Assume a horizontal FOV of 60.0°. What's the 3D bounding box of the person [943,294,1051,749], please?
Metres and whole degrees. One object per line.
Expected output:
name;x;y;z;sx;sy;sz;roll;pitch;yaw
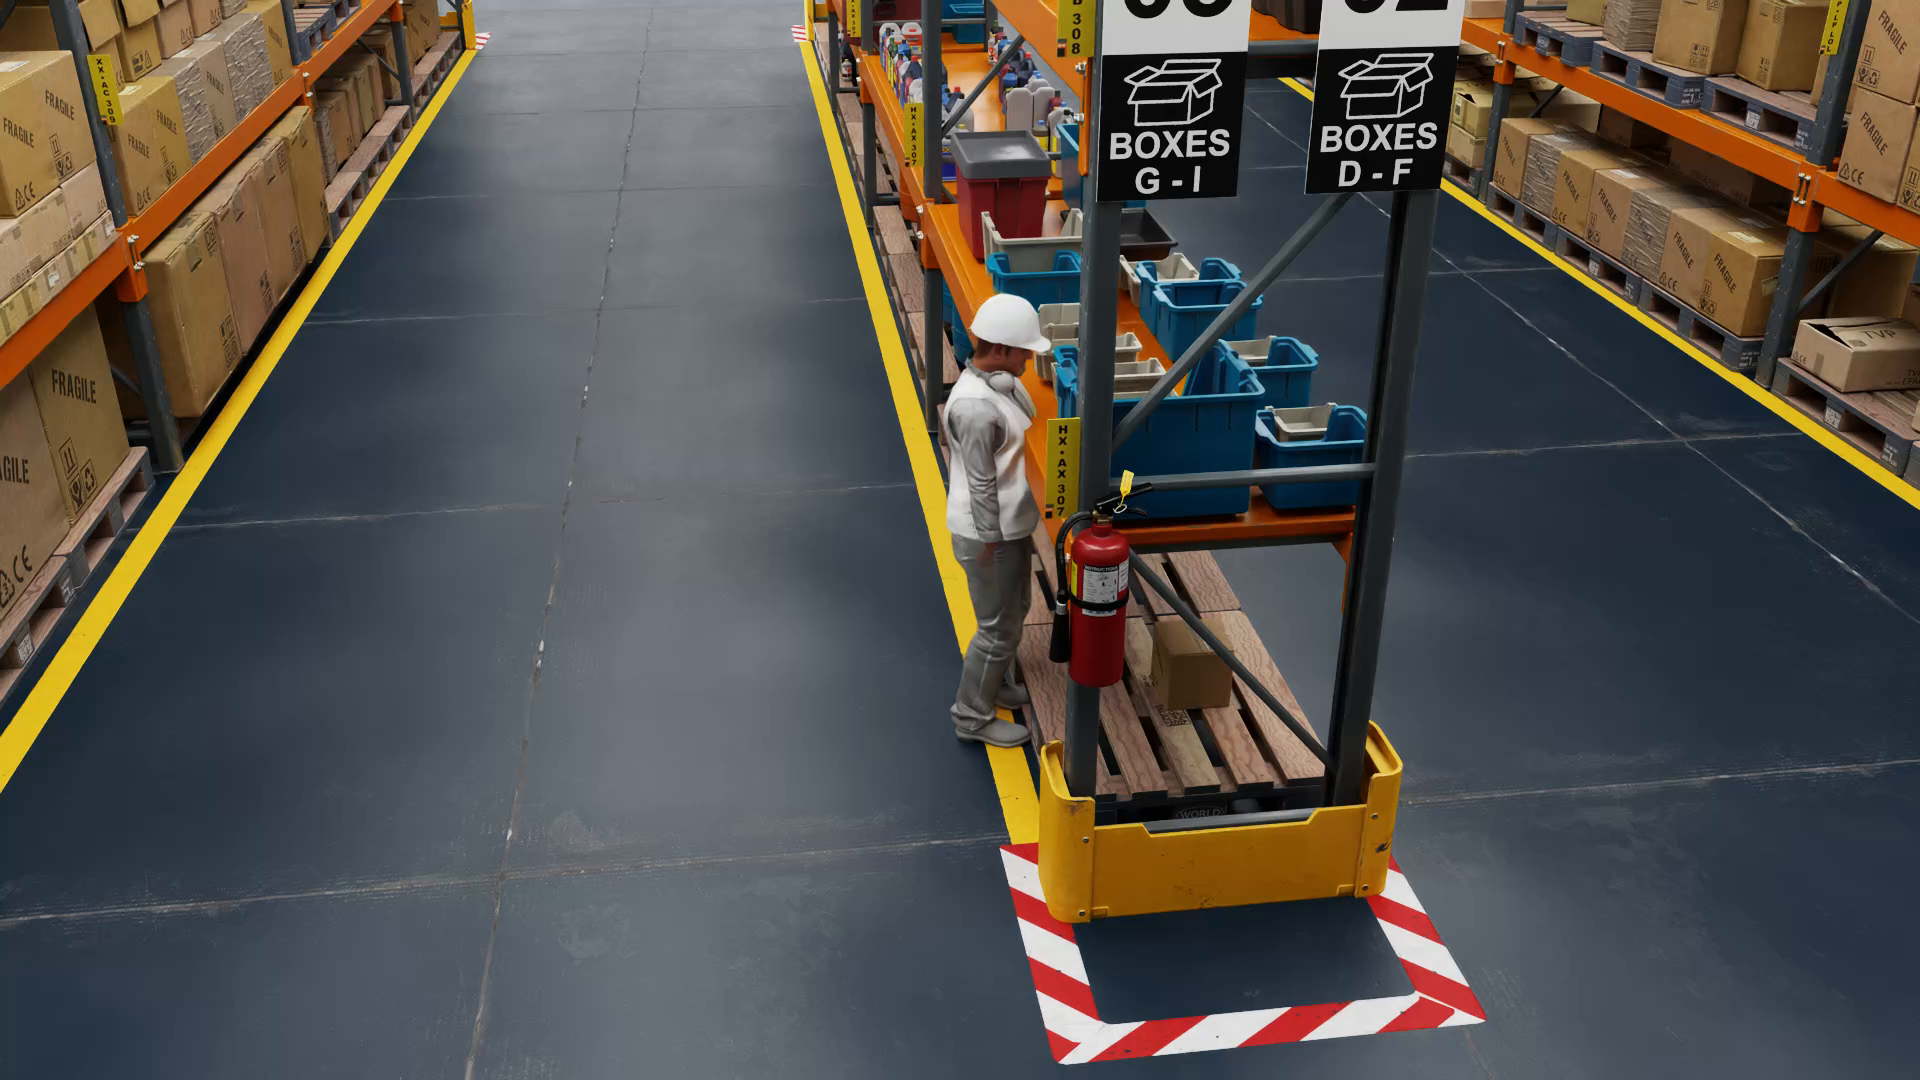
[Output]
person;0.142;-0.078;6.258;0.364;1.763;0.535;5;27;9
